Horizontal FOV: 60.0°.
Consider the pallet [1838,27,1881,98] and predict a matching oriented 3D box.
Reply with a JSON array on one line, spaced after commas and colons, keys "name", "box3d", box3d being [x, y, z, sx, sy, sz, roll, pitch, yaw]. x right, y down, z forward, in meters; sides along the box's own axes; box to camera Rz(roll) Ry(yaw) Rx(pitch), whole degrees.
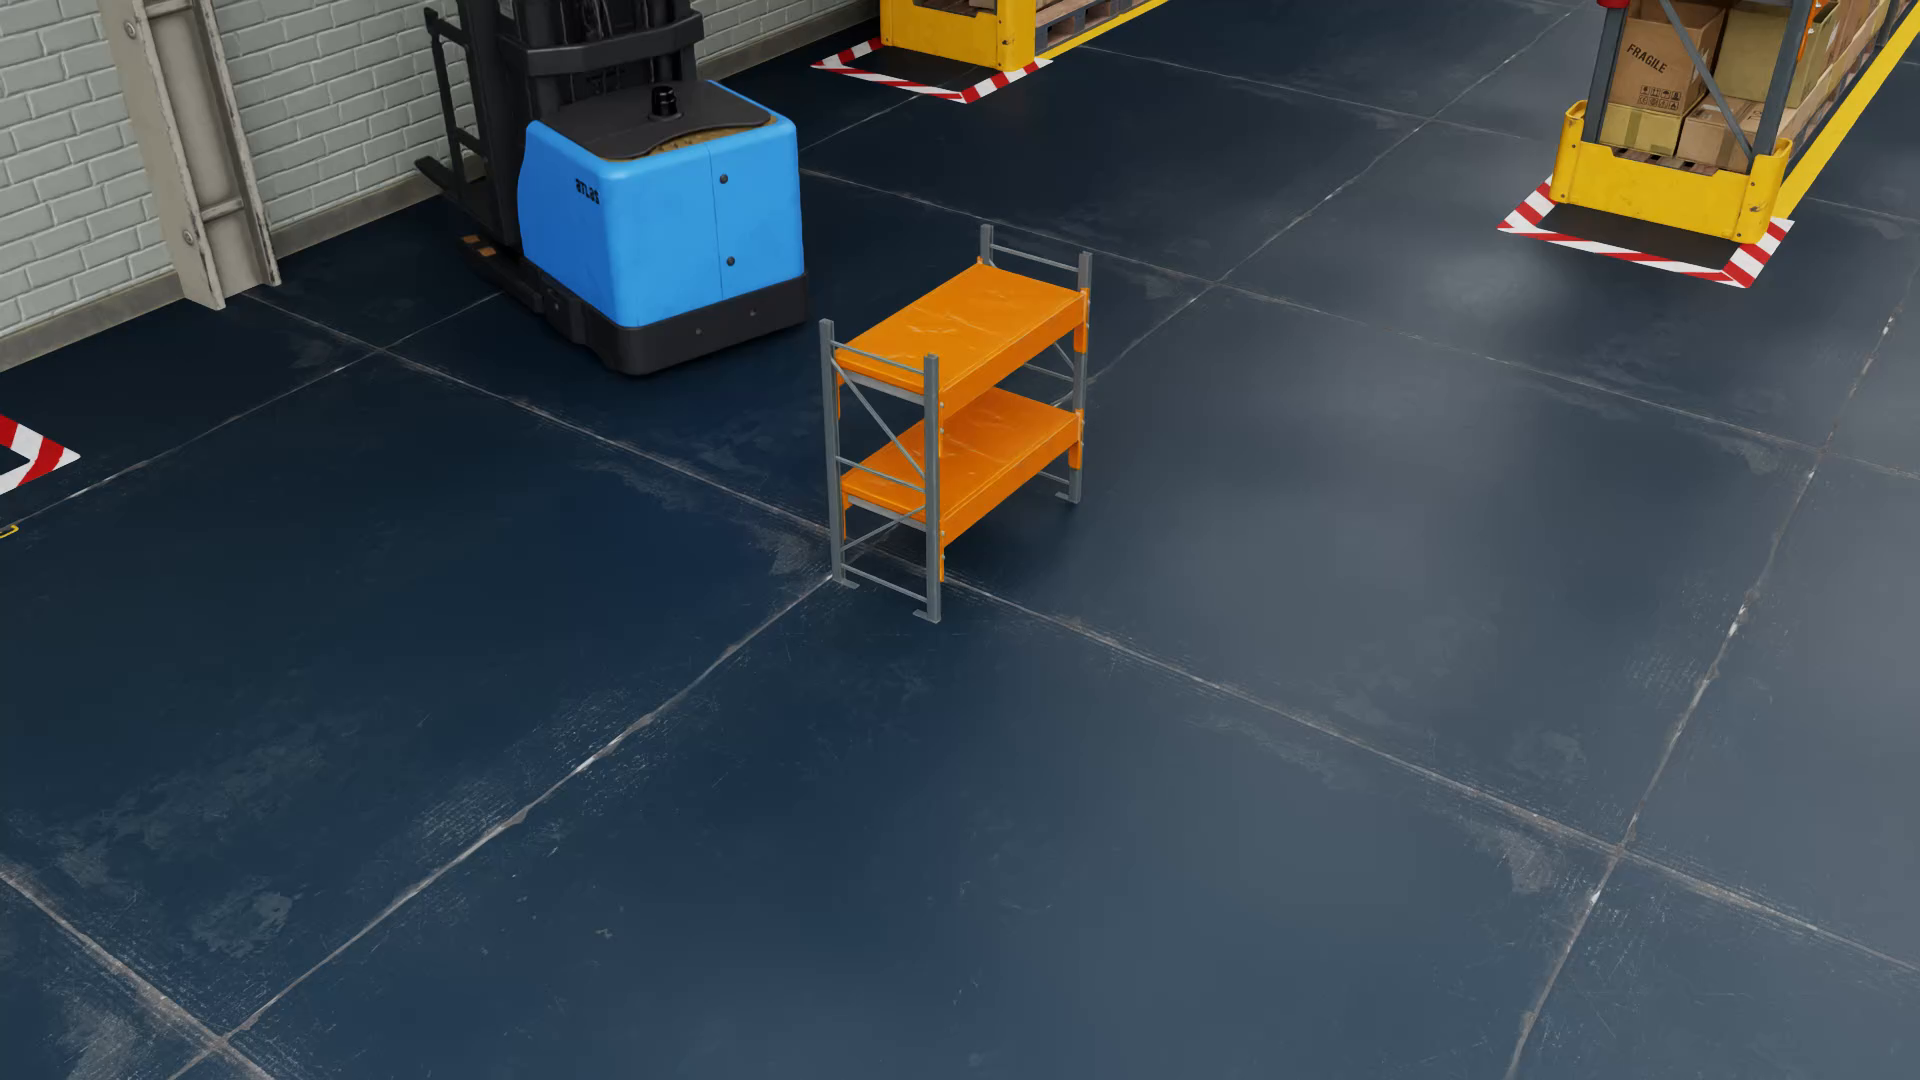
[{"name": "pallet", "box3d": [5.795, -3.468, 11.690, 1.003, 0.211, 1.213, 21, 39, 28]}]

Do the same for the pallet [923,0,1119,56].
[{"name": "pallet", "box3d": [0.466, -3.958, 12.414, 1.003, 0.211, 1.213, 21, 39, 28]}]

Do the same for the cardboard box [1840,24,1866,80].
[{"name": "cardboard box", "box3d": [5.632, -3.266, 10.981, 0.500, 0.250, 0.500, 21, 39, 28]}]

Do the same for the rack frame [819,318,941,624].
[{"name": "rack frame", "box3d": [-0.286, -0.235, 6.094, 0.500, 1.125, 0.032, 21, 39, 28]}]

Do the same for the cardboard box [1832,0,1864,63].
[{"name": "cardboard box", "box3d": [5.348, -3.346, 10.430, 0.500, 0.500, 0.500, 21, 39, 28]}]

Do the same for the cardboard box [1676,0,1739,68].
[{"name": "cardboard box", "box3d": [4.622, -3.287, 10.343, 0.500, 0.500, 0.500, 21, 39, 28]}]

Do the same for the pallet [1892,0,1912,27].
[{"name": "pallet", "box3d": [6.671, -4.172, 12.731, 1.003, 0.211, 1.213, 21, 39, 28]}]

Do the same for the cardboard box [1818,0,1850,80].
[{"name": "cardboard box", "box3d": [5.049, -3.121, 10.098, 0.500, 0.500, 0.500, 21, 39, 28]}]

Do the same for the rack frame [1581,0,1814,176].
[{"name": "rack frame", "box3d": [4.002, -3.135, 8.708, 1.000, 3.000, 0.127, 21, 39, 28]}]

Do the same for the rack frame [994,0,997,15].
[{"name": "rack frame", "box3d": [-0.069, -4.715, 11.045, 1.000, 3.000, 0.127, 21, 39, 28]}]

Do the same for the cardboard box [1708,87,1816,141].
[{"name": "cardboard box", "box3d": [4.773, -2.577, 9.962, 0.500, 0.250, 0.500, 21, 39, 28]}]

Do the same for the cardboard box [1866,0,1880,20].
[{"name": "cardboard box", "box3d": [5.904, -3.812, 11.119, 0.500, 0.500, 0.500, 21, 39, 28]}]

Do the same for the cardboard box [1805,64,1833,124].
[{"name": "cardboard box", "box3d": [5.058, -2.807, 10.302, 0.500, 0.250, 0.500, 21, 39, 28]}]

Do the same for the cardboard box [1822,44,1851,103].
[{"name": "cardboard box", "box3d": [5.348, -3.035, 10.640, 0.500, 0.250, 0.500, 21, 39, 28]}]

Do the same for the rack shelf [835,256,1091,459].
[{"name": "rack shelf", "box3d": [0.004, -0.712, 6.276, 0.538, 0.278, 1.000, 21, 39, 28]}]

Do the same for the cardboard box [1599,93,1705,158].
[{"name": "cardboard box", "box3d": [4.065, -2.511, 9.865, 0.500, 0.250, 0.500, 21, 39, 28]}]

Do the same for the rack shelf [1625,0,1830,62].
[{"name": "rack shelf", "box3d": [5.143, -3.757, 10.270, 1.077, 0.370, 4.000, 21, 39, 28]}]

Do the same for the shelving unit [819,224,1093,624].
[{"name": "shelving unit", "box3d": [0.004, -0.469, 6.439, 0.538, 1.125, 1.048, 21, 39, 28]}]

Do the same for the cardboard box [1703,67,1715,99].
[{"name": "cardboard box", "box3d": [4.341, -2.745, 10.211, 0.500, 0.250, 0.500, 21, 39, 28]}]

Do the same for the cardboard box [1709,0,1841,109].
[{"name": "cardboard box", "box3d": [4.774, -2.887, 9.751, 0.500, 0.500, 0.500, 21, 39, 28]}]

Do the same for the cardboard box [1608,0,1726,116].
[{"name": "cardboard box", "box3d": [4.064, -2.822, 9.656, 0.500, 0.500, 0.500, 21, 39, 28]}]

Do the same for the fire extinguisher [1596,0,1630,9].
[{"name": "fire extinguisher", "box3d": [3.553, -3.197, 8.869, 0.296, 0.674, 0.183, 21, 39, 28]}]

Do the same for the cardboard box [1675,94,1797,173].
[{"name": "cardboard box", "box3d": [4.491, -2.346, 9.620, 0.500, 0.250, 0.500, 21, 39, 28]}]

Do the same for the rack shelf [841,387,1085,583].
[{"name": "rack shelf", "box3d": [0.004, -0.267, 6.576, 0.538, 0.278, 1.000, 21, 39, 28]}]

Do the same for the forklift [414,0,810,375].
[{"name": "forklift", "box3d": [-2.051, -2.749, 8.198, 1.130, 2.935, 3.031, -24, 41, -31]}]

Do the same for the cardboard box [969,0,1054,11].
[{"name": "cardboard box", "box3d": [0.399, -4.073, 12.103, 0.500, 0.311, 0.500, 17, 37, 23]}]

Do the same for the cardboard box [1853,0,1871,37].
[{"name": "cardboard box", "box3d": [5.622, -3.580, 10.777, 0.500, 0.500, 0.500, 21, 39, 28]}]

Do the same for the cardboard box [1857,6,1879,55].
[{"name": "cardboard box", "box3d": [5.905, -3.500, 11.328, 0.500, 0.250, 0.500, 21, 39, 28]}]

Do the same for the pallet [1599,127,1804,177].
[{"name": "pallet", "box3d": [4.404, -2.345, 10.029, 1.003, 0.211, 1.213, 21, 39, 28]}]

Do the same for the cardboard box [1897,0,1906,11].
[{"name": "cardboard box", "box3d": [6.717, -4.117, 12.240, 0.500, 0.250, 0.500, 20, 39, 27]}]

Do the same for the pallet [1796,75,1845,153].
[{"name": "pallet", "box3d": [5.100, -2.904, 10.856, 1.003, 0.211, 1.213, 21, 39, 28]}]

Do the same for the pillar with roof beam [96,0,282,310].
[{"name": "pillar with roof beam", "box3d": [-0.265, -3.663, 4.133, 9.100, 9.000, 0.400, 21, 39, 28]}]

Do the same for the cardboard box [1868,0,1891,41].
[{"name": "cardboard box", "box3d": [6.198, -3.727, 11.664, 0.500, 0.250, 0.500, 21, 39, 28]}]

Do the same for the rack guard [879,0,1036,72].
[{"name": "rack guard", "box3d": [-0.026, -3.715, 11.797, 1.175, 0.500, 0.348, 21, 39, 28]}]

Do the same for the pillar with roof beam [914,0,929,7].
[{"name": "pillar with roof beam", "box3d": [3.156, -6.424, 8.216, 9.100, 9.000, 0.400, 21, 39, 28]}]

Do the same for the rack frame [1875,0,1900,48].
[{"name": "rack frame", "box3d": [6.283, -4.976, 11.430, 1.000, 3.000, 0.127, 21, 39, 28]}]

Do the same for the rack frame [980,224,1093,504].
[{"name": "rack frame", "box3d": [0.294, -0.703, 6.785, 0.500, 1.125, 0.032, 21, 39, 28]}]

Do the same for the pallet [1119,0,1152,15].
[{"name": "pallet", "box3d": [1.163, -4.517, 13.241, 1.003, 0.211, 1.213, 21, 39, 28]}]

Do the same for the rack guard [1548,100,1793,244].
[{"name": "rack guard", "box3d": [3.989, -2.088, 9.392, 1.175, 0.500, 0.348, 21, 39, 28]}]
